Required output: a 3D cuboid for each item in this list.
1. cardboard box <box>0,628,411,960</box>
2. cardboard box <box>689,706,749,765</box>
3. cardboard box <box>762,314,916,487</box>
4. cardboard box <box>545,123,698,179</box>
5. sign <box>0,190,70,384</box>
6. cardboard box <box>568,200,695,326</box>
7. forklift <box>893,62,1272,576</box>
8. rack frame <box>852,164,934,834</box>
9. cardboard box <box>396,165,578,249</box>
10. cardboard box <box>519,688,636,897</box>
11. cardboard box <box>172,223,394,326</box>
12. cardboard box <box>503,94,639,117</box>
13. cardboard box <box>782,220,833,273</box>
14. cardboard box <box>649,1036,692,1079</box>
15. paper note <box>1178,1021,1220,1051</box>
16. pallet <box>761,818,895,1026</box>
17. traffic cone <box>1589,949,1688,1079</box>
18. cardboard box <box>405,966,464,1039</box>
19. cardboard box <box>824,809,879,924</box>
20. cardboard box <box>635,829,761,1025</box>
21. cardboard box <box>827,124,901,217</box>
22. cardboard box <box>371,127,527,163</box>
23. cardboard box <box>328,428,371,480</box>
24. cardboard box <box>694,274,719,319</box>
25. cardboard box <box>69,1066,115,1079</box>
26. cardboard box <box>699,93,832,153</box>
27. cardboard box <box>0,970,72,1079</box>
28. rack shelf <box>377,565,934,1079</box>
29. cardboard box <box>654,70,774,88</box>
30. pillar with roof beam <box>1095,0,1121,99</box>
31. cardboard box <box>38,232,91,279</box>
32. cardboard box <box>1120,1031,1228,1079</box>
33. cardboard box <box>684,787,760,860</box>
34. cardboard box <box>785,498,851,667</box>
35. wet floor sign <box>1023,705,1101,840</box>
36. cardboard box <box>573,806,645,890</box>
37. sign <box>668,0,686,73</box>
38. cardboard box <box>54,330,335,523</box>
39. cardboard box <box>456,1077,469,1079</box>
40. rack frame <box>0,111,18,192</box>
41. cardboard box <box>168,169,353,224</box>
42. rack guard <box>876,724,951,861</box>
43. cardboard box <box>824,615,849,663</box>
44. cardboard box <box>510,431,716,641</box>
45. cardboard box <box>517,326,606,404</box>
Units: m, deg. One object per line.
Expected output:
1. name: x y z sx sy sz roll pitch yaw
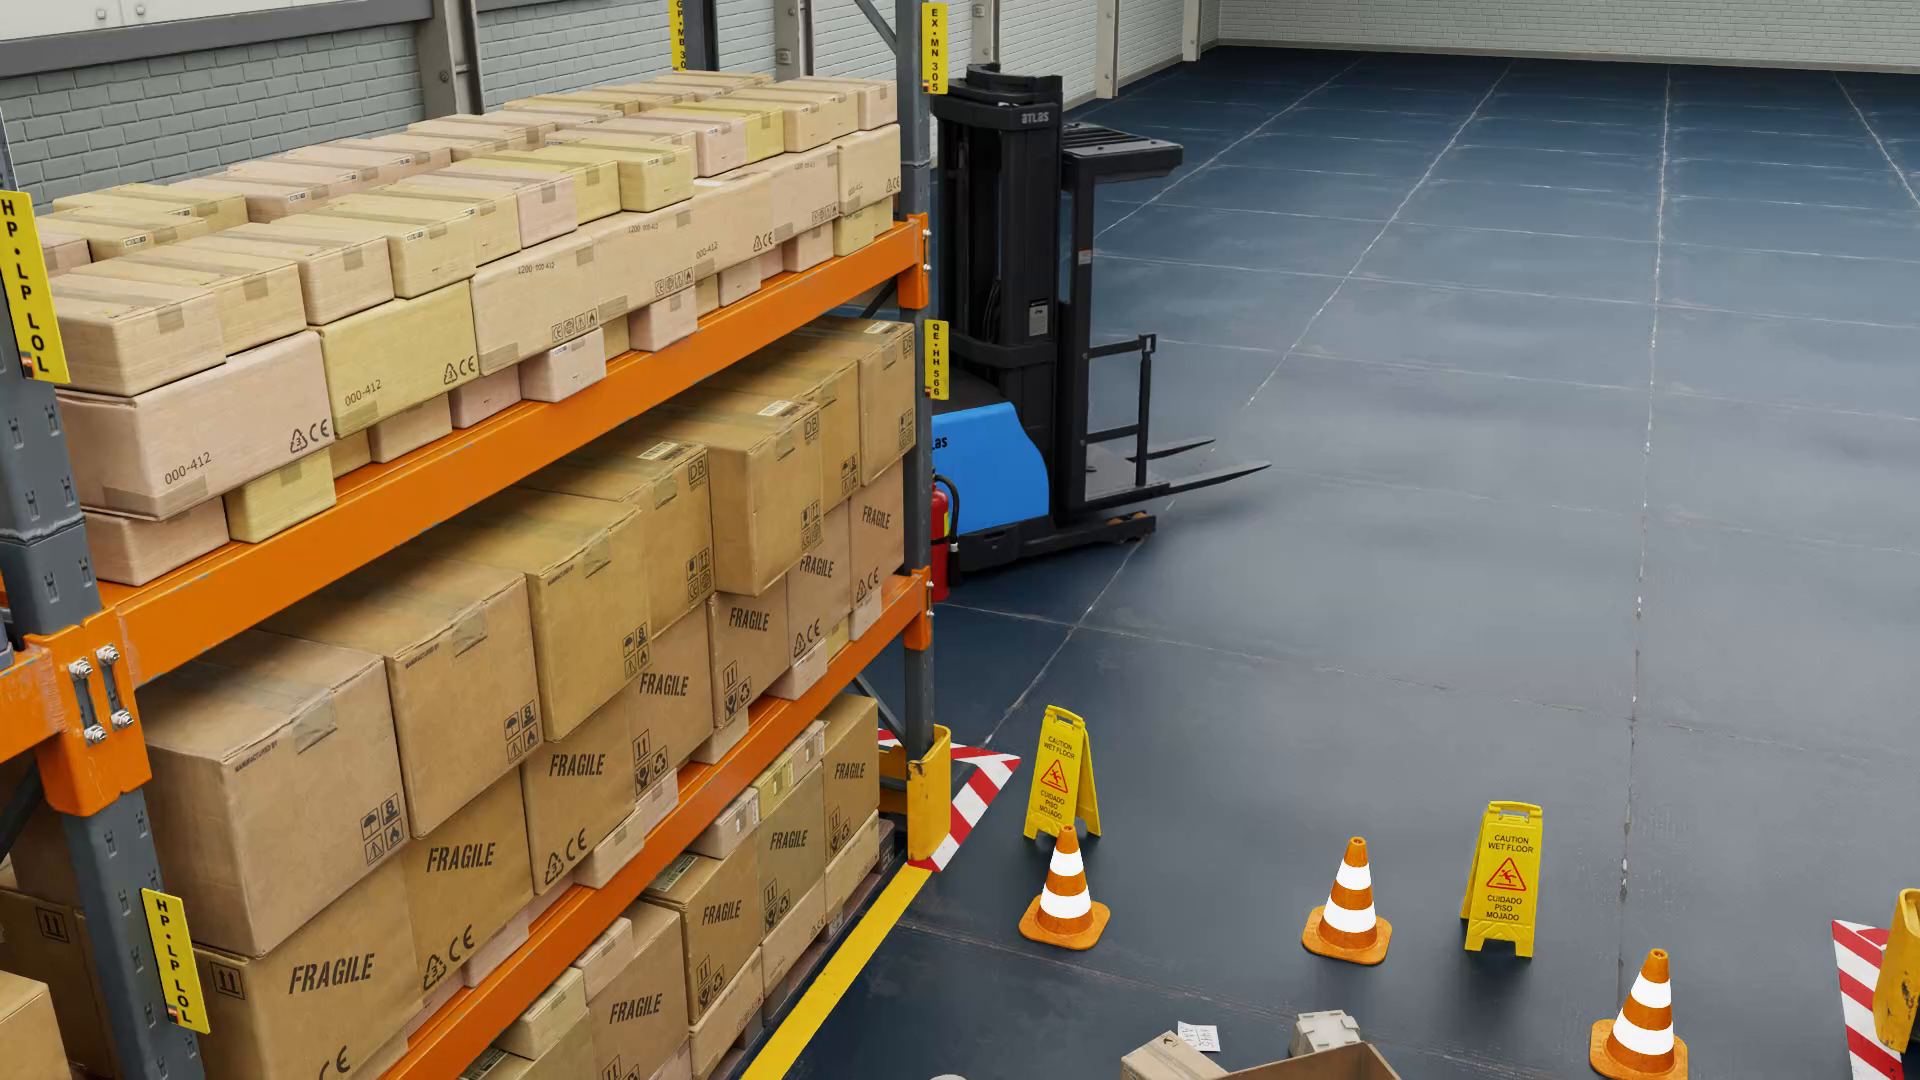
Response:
1. cardboard box: -1.723 0.531 3.775 0.700 0.500 0.500 9 24 20
2. cardboard box: -0.952 0.618 5.704 0.380 0.149 0.250 9 24 20
3. cardboard box: -0.589 -0.560 6.387 0.700 0.500 0.500 8 24 19
4. cardboard box: -1.023 -1.162 5.040 0.380 0.149 0.250 8 24 19
5. sign: -1.571 -0.424 2.801 0.100 0.325 0.005 9 24 20
6. cardboard box: -1.103 -0.813 4.721 0.500 0.250 0.500 9 24 21
7. forklift: 0.678 -1.482 10.496 3.031 2.935 1.130 -13 26 -28
8. rack frame: -0.601 -0.130 7.169 1.000 3.000 0.127 9 24 20
9. cardboard box: -1.234 -0.874 4.351 0.380 0.149 0.250 8 24 19
10. cardboard box: -1.302 0.640 4.810 0.500 0.500 0.500 9 24 20
11. cardboard box: -1.491 -0.591 3.672 0.380 0.149 0.250 8 24 18
12. cardboard box: -1.314 -1.416 5.647 0.380 0.149 0.250 9 24 20
13. cardboard box: -0.667 -1.046 5.797 0.380 0.149 0.250 10 25 22
14. cardboard box: -1.235 1.821 5.520 0.500 0.250 0.500 8 24 19
15. paper note: 0.895 1.864 6.249 0.148 0.019 0.142 1 23 2
16. pallet: -0.964 1.470 6.957 1.003 0.211 1.213 9 24 20
17. traffic cone: 2.516 1.700 6.079 0.336 0.463 0.334 9 24 20
18. cardboard box: -1.556 1.154 4.422 0.380 0.149 0.250 9 24 20
19. cardboard box: -0.661 1.282 6.812 0.500 0.250 0.500 9 24 20
20. cardboard box: -1.042 1.290 5.819 0.500 0.500 0.500 8 24 19
21. cardboard box: -0.541 -1.360 6.031 0.500 0.250 0.500 8 24 19
22. cardboard box: -1.517 -1.128 4.958 0.380 0.149 0.250 9 24 21
23. cardboard box: -1.605 -0.233 3.850 0.380 0.149 0.250 9 24 20
24. cardboard box: -0.976 -0.776 5.150 0.380 0.149 0.250 8 24 19
25. cardboard box: -2.251 1.259 4.170 0.380 0.149 0.250 9 24 20
26. cardboard box: -0.662 -1.422 5.662 0.380 0.149 0.250 8 24 19
27. cardboard box: -2.046 1.123 3.110 0.500 0.500 0.500 8 24 19
28. rack shelf: -1.344 0.918 5.594 1.077 0.370 4.000 9 24 20
29. cardboard box: -0.923 -1.668 6.251 0.380 0.149 0.250 9 24 20
30. pillar with roof beam: 6.605 -11.459 26.509 9.100 9.000 0.400 9 24 20
31. cardboard box: -2.147 -0.583 3.654 0.380 0.149 0.250 8 24 19
32. cardboard box: 0.787 1.944 5.903 0.250 0.149 0.380 -17 28 -35
33. cardboard box: -0.927 0.949 5.795 0.380 0.149 0.250 10 25 22
34. cardboard box: -0.738 0.099 6.105 0.500 0.500 0.500 9 24 20
35. wet floor sign: 0.463 1.042 7.418 0.267 0.644 0.232 19 29 38
36. cardboard box: -1.189 0.894 5.043 0.380 0.149 0.250 9 24 20
37. sign: -1.105 -1.995 6.608 0.100 0.325 0.005 9 24 20
38. cardboard box: -1.670 -0.269 3.418 0.500 0.250 0.500 8 24 19
39. cardboard box: -1.515 1.523 4.421 0.380 0.149 0.250 9 24 21
40. rack frame: -5.211 -0.839 8.867 1.000 3.000 0.127 9 24 20
41. cardboard box: -1.800 -0.854 4.303 0.380 0.149 0.250 8 24 19
42. rack guard: -0.630 1.051 7.585 1.175 0.500 0.348 9 24 20
43. cardboard box: -0.648 0.346 6.356 0.380 0.149 0.250 8 24 19
44. cardboard box: -1.192 -0.024 5.104 0.700 0.500 0.500 9 24 20
45. cardboard box: -1.183 -0.492 4.469 0.380 0.149 0.250 8 24 19
